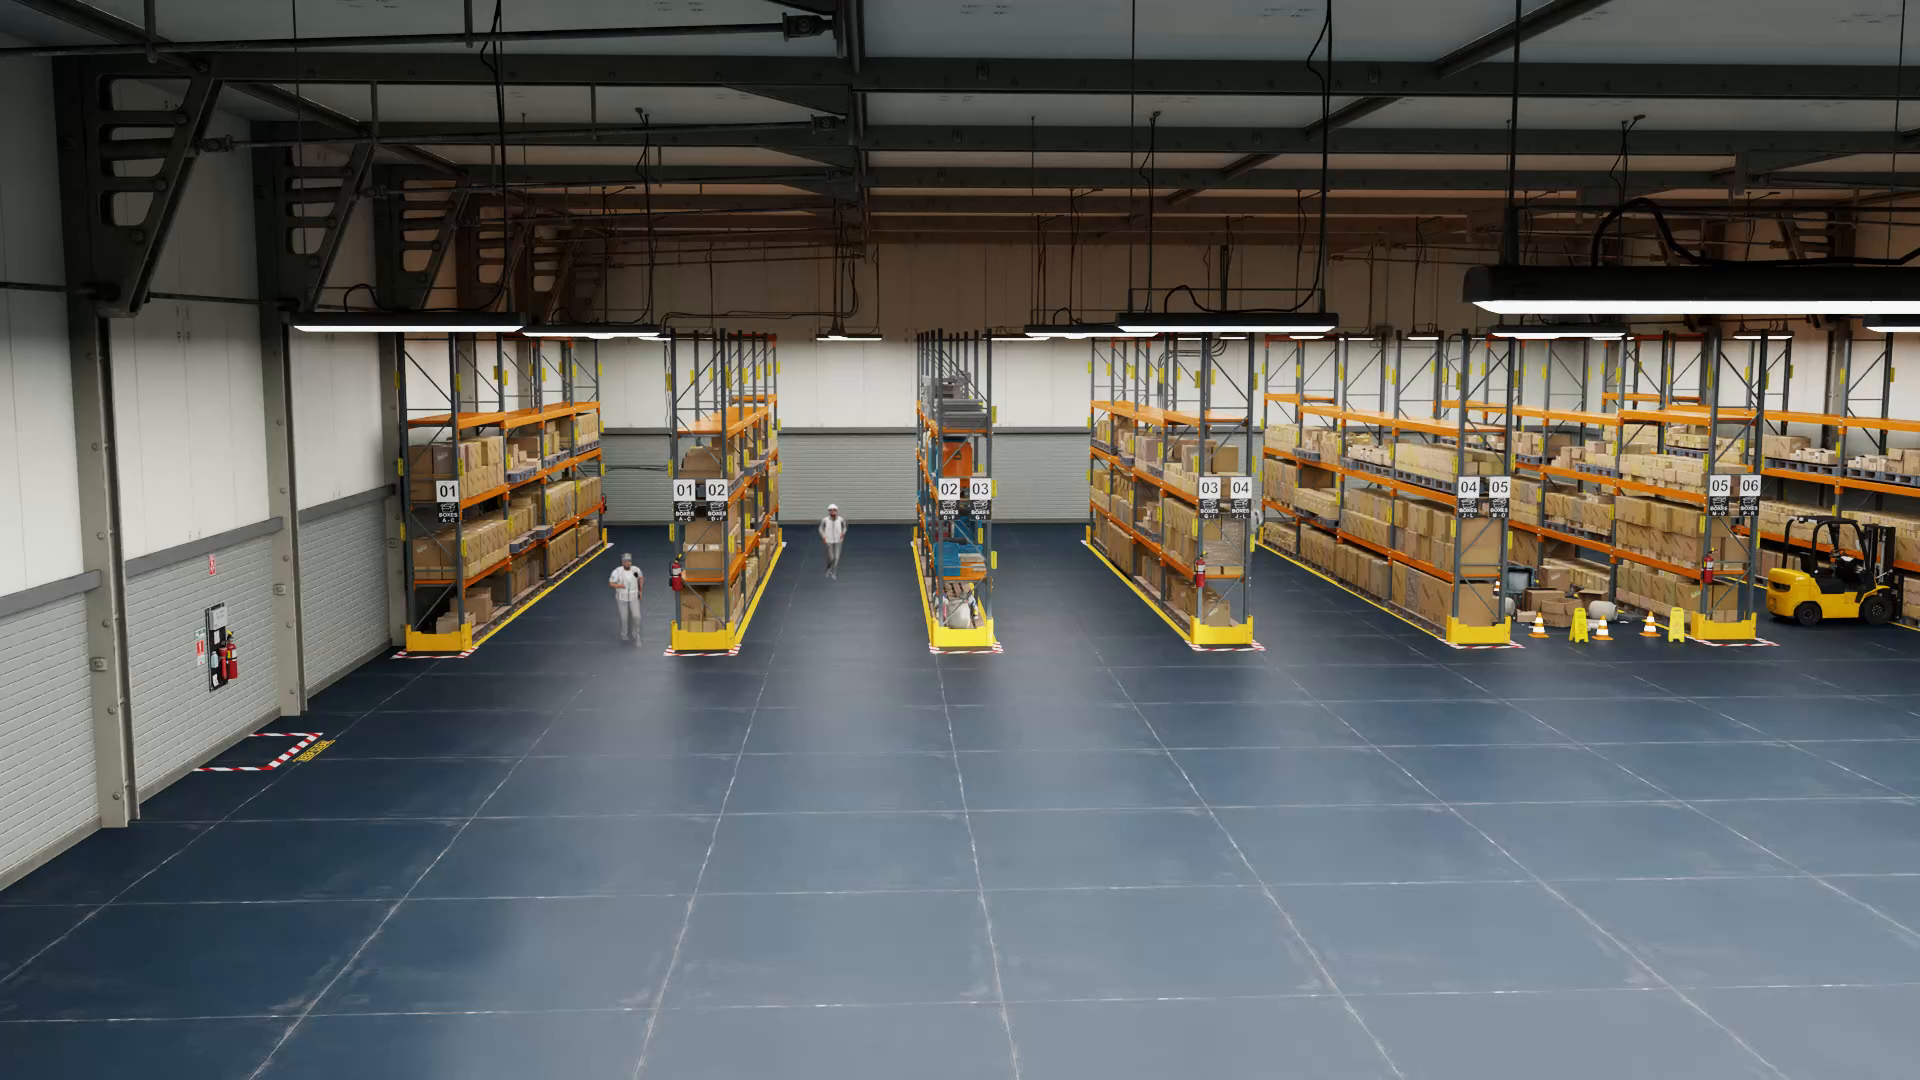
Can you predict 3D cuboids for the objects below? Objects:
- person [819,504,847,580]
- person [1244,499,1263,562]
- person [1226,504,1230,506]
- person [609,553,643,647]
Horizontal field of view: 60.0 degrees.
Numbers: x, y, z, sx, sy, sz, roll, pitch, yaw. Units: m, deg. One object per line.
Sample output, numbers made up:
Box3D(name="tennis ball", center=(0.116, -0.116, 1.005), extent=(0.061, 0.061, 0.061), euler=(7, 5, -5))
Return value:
Box3D(name="person", center=(-2.907, 0.050, 38.376), extent=(0.651, 1.752, 0.568), euler=(-1, 7, -12))
Box3D(name="person", center=(7.699, -0.260, 43.866), extent=(0.604, 1.664, 0.567), euler=(0, 7, -1))
Box3D(name="person", center=(7.622, -0.799, 48.090), extent=(0.682, 1.738, 0.589), euler=(1, 7, 6))
Box3D(name="person", center=(-6.339, 1.138, 31.682), extent=(0.676, 1.822, 0.831), euler=(-2, 7, -19))
